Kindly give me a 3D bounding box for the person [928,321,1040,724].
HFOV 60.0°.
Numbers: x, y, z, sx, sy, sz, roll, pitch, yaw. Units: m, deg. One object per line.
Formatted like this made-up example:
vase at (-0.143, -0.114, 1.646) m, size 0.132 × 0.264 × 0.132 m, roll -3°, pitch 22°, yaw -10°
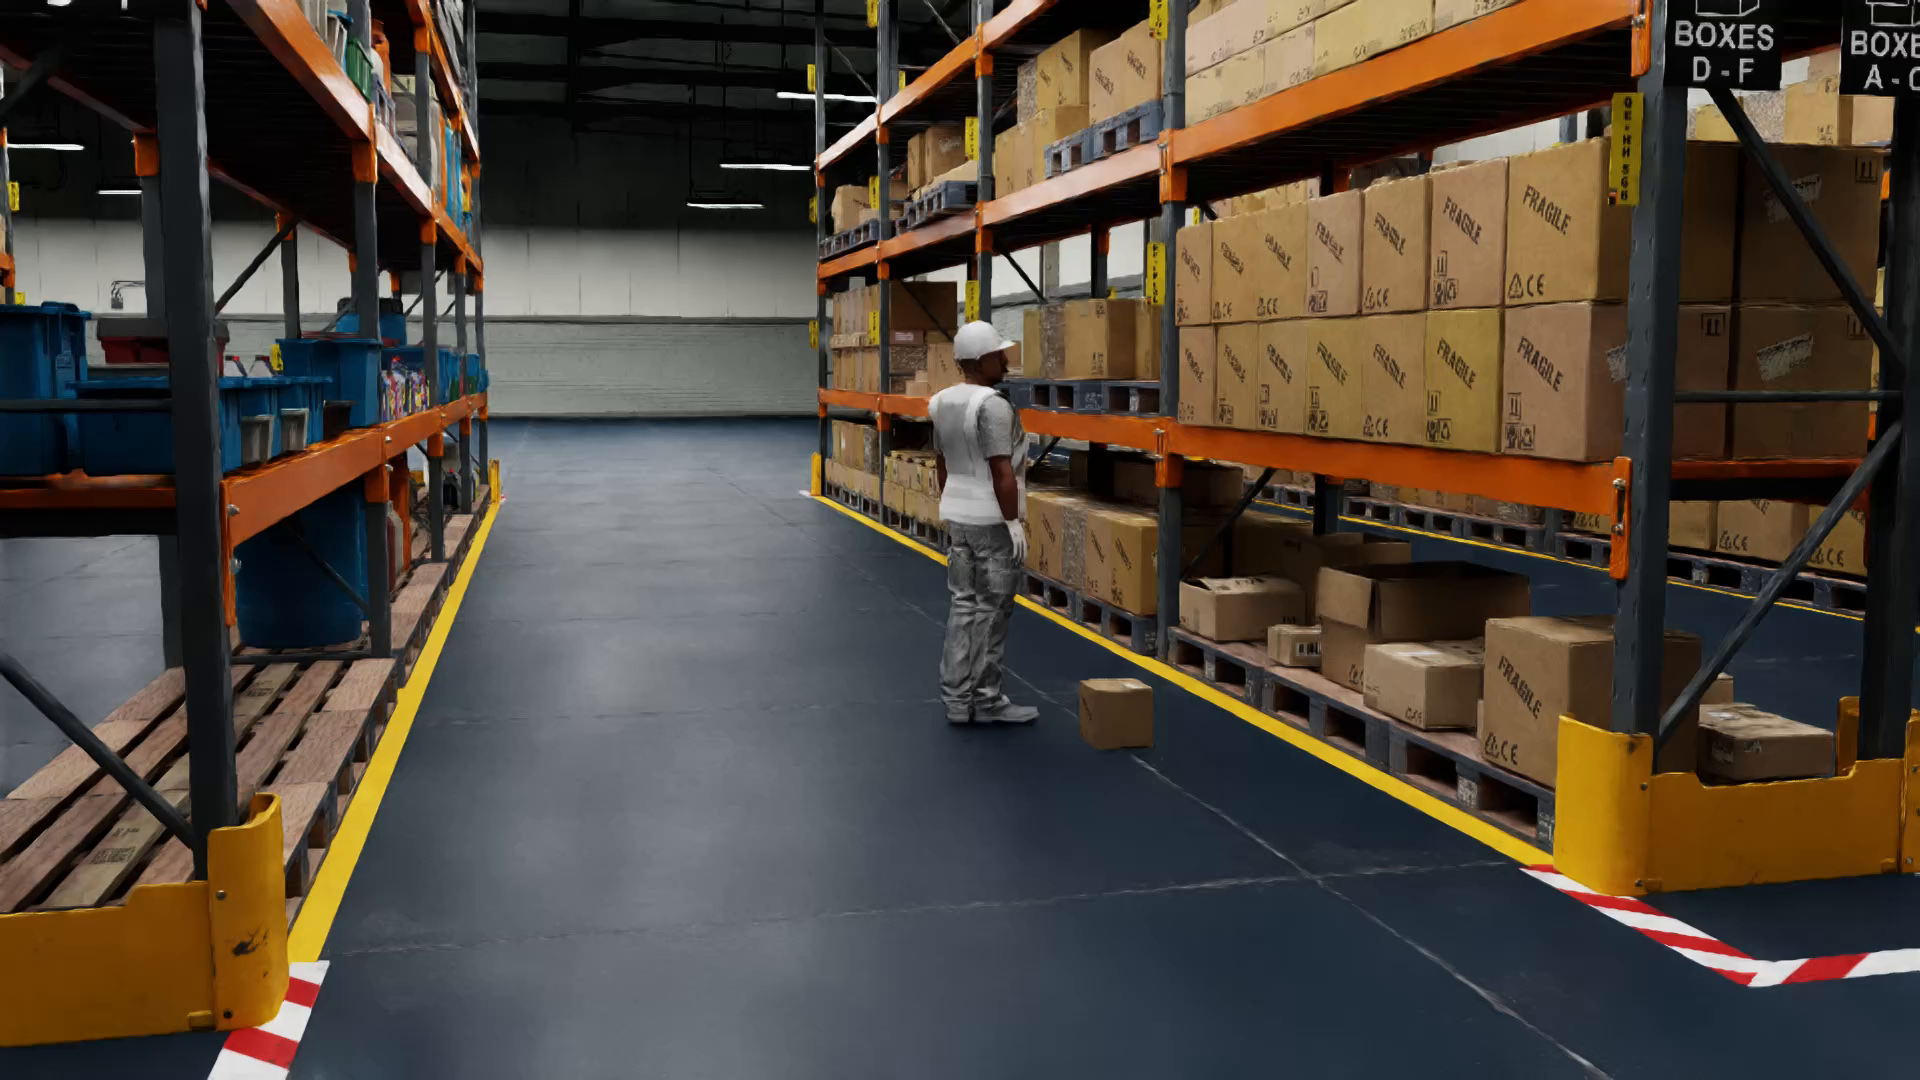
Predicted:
person at (0.105, -0.079, 7.439) m, size 0.410 × 1.788 × 0.601 m, roll -4°, pitch 7°, yaw -36°
